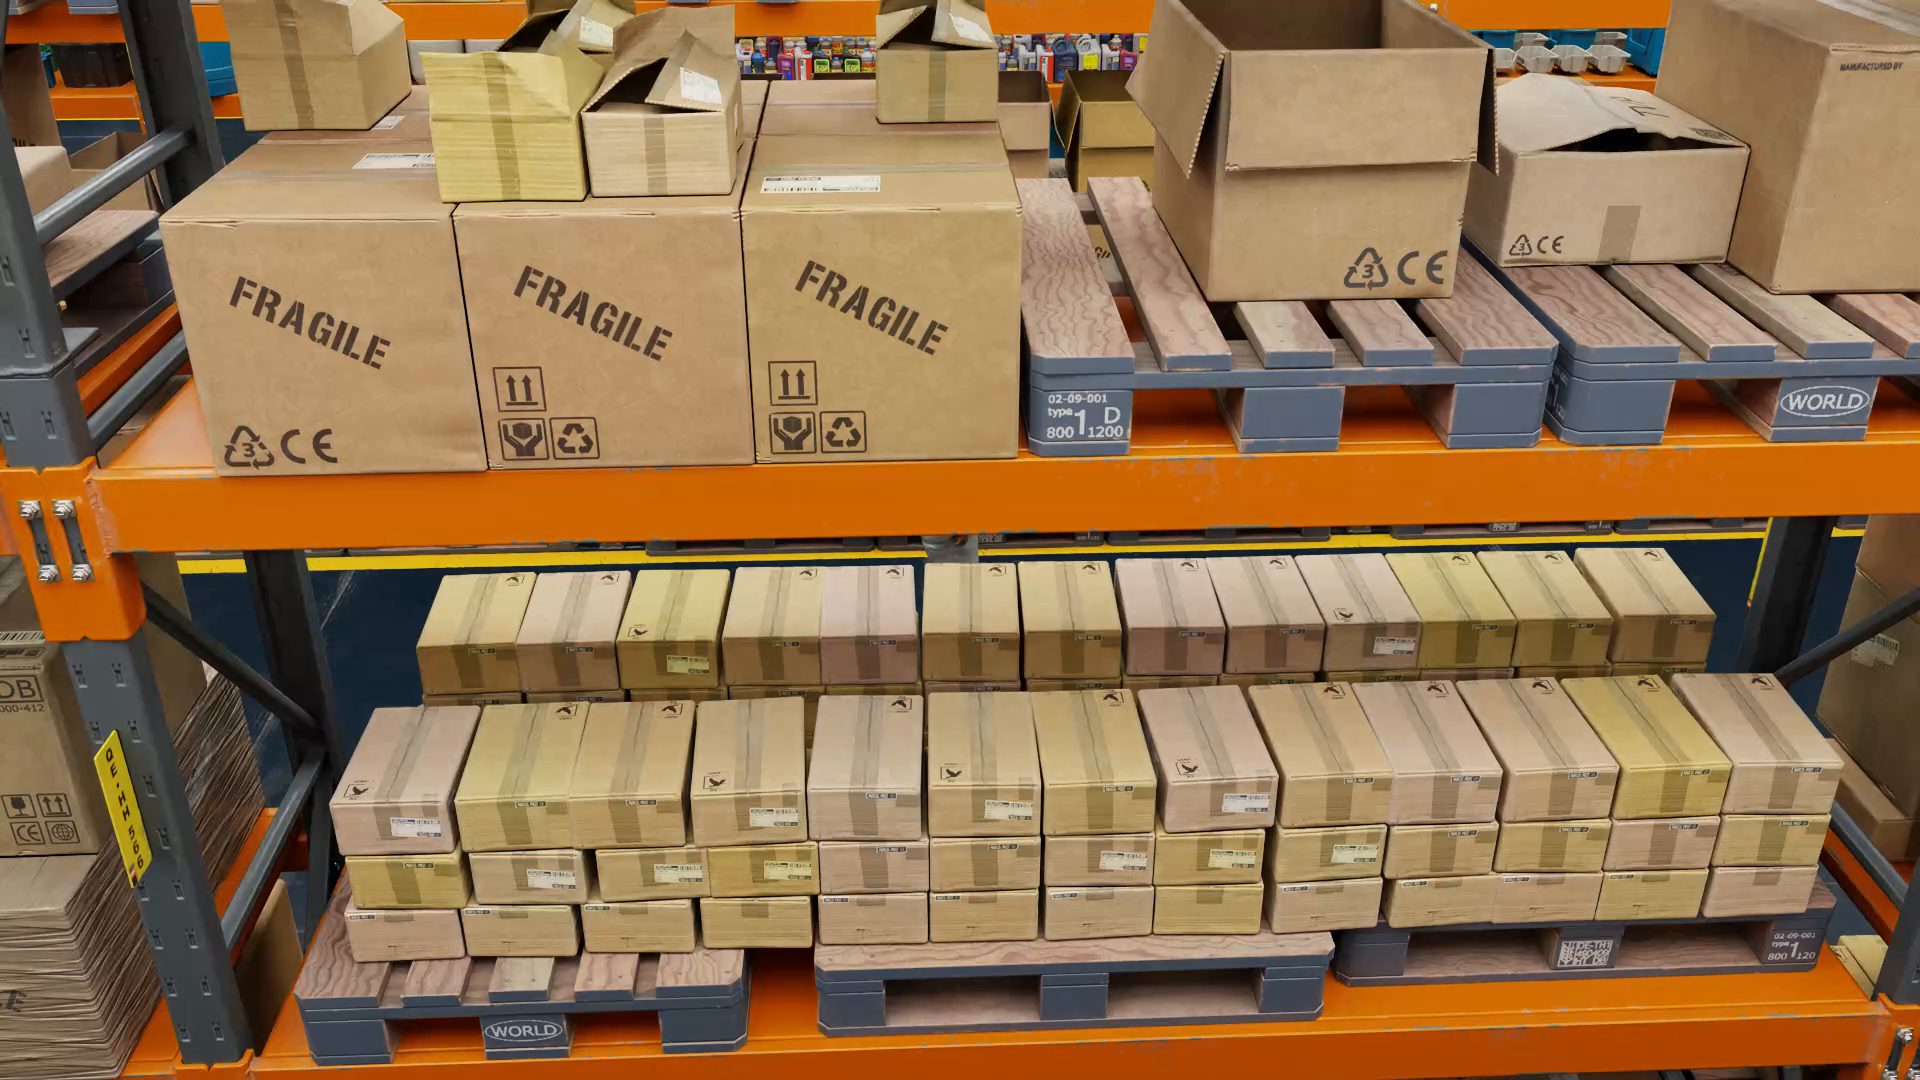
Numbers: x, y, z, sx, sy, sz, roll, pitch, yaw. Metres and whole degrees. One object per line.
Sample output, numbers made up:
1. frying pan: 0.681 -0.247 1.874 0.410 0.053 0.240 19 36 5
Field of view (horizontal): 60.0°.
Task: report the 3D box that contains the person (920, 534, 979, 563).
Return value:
1. person: -0.026 -0.181 7.456 0.466 1.666 0.539 -1 28 -2
